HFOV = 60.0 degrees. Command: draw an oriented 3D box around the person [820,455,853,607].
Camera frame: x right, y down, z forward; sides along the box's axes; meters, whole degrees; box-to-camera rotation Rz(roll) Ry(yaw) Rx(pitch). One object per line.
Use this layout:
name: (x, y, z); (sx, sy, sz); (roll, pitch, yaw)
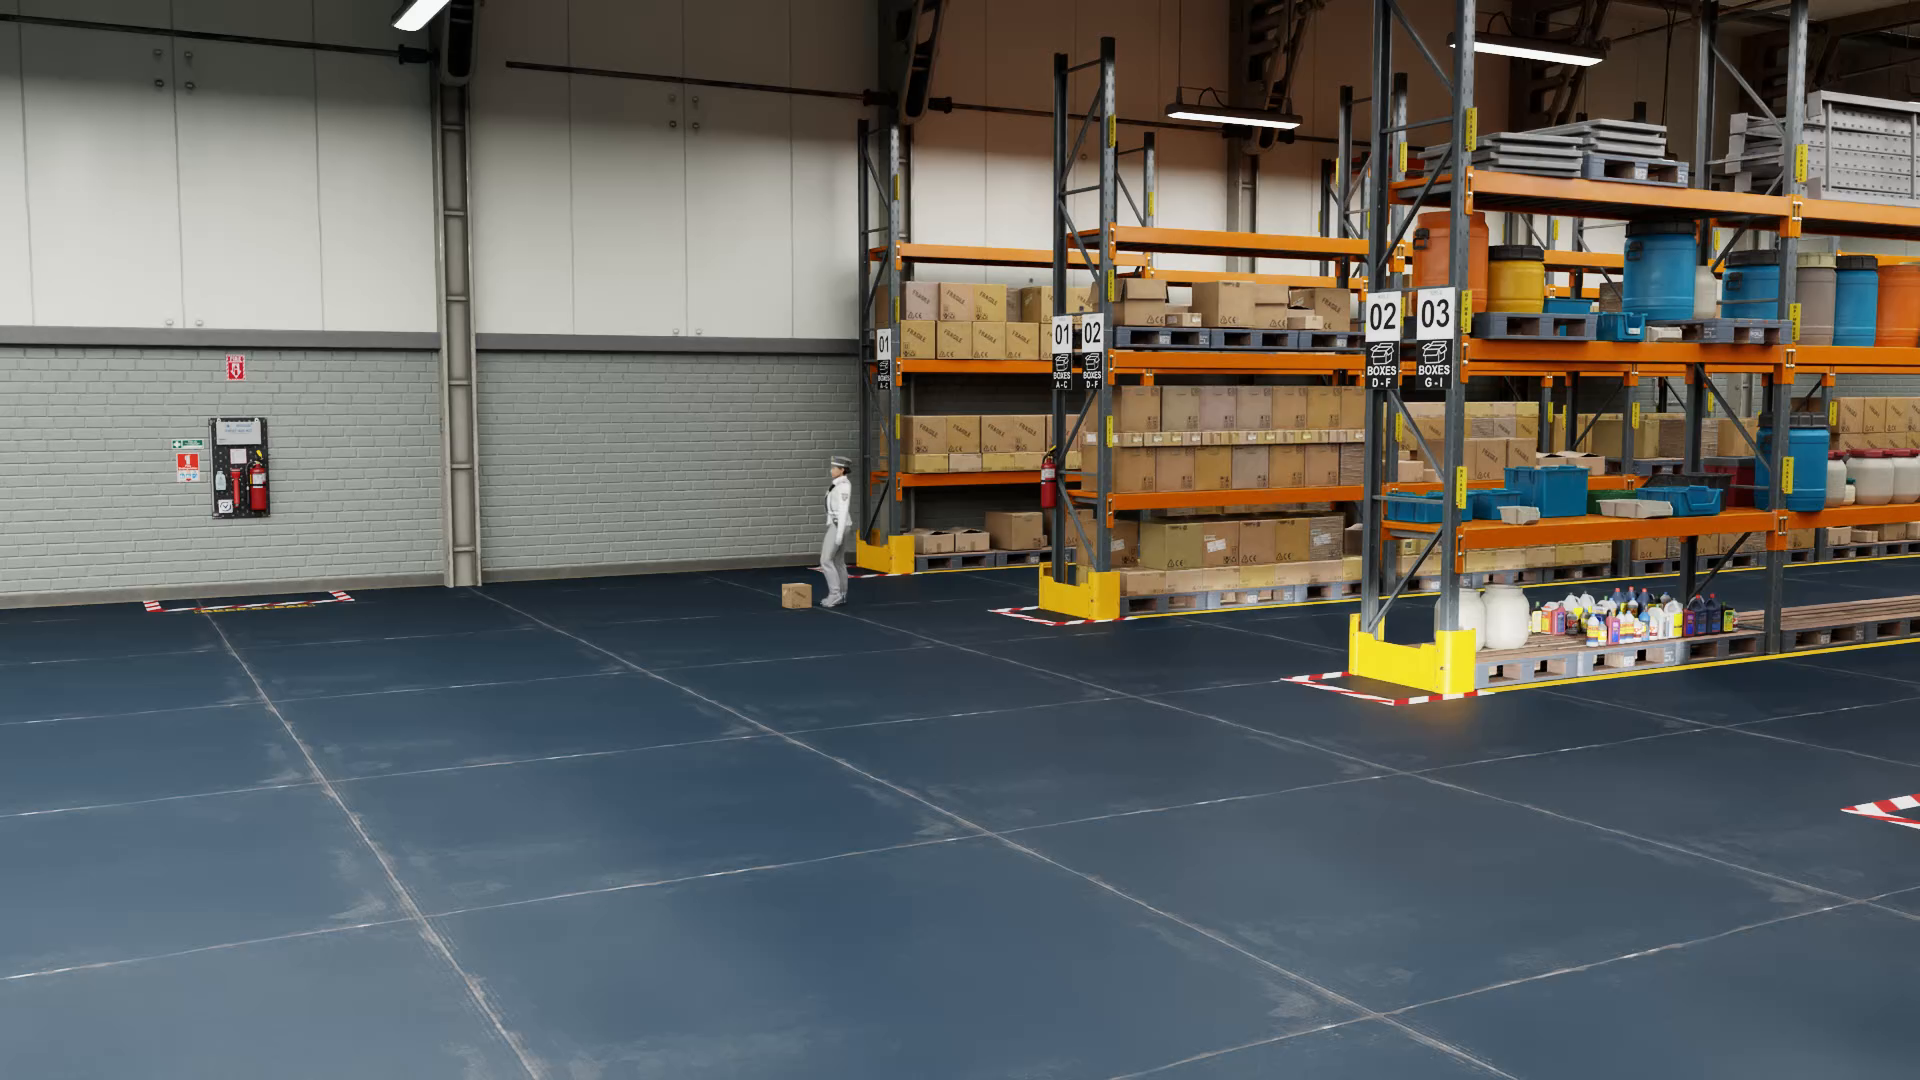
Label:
person: (-1.390, -0.094, 18.647); (0.386, 1.728, 0.517); (0, 5, -5)
